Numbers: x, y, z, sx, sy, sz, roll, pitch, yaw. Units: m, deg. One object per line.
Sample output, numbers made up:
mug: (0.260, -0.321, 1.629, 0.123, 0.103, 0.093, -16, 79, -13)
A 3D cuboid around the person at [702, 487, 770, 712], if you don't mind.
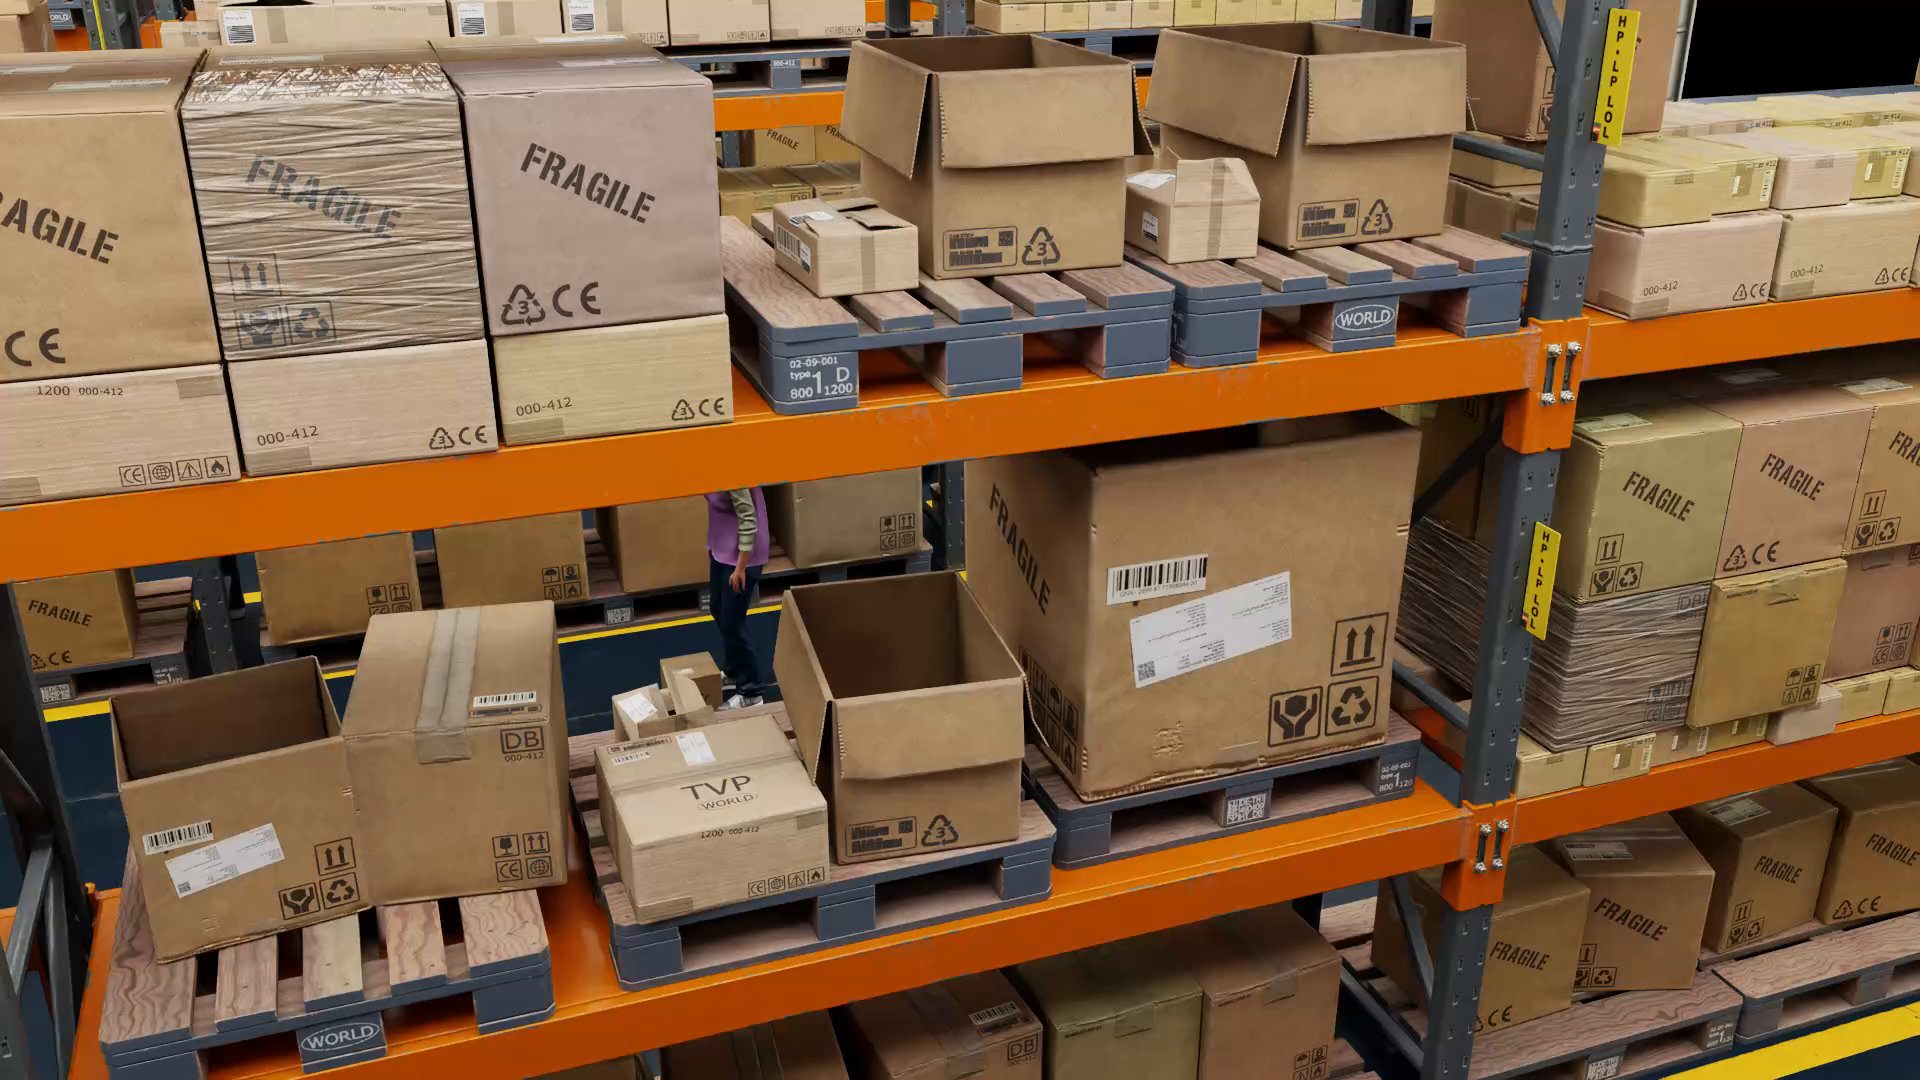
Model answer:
person: (-1.111, 0.083, 8.065, 0.347, 1.591, 0.481, -10, 25, -22)
